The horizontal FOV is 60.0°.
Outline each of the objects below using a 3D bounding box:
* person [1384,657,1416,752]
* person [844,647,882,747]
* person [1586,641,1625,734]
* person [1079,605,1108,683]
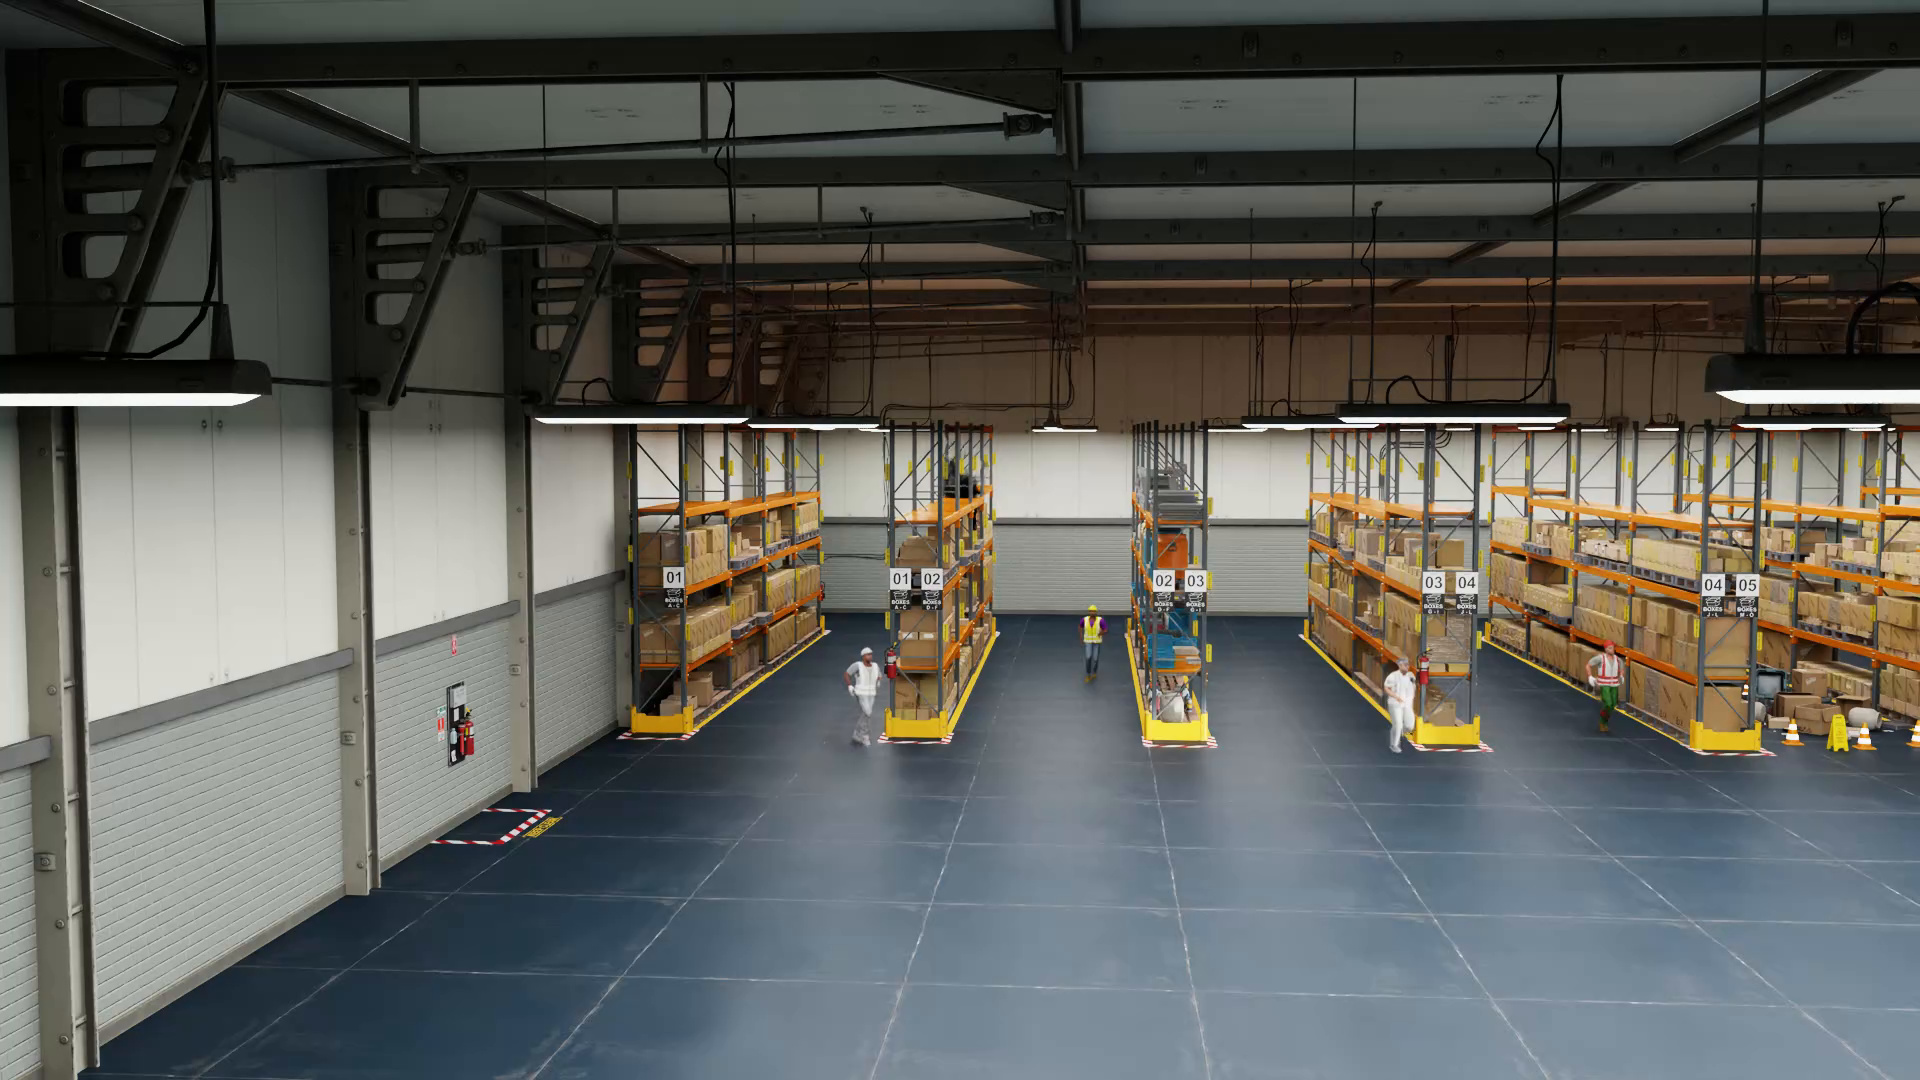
[{"bbox_3d":[8.001,2.967,30.049,0.684,1.739,0.572,-1,4,-17],"label":"person"},{"bbox_3d":[-1.730,2.891,30.787,0.668,1.796,0.657,-3,5,-38],"label":"person"},{"bbox_3d":[12.452,2.829,31.936,0.692,1.795,0.616,0,4,-7],"label":"person"},{"bbox_3d":[3.089,2.418,38.534,0.679,1.821,0.757,0,4,4],"label":"person"}]
